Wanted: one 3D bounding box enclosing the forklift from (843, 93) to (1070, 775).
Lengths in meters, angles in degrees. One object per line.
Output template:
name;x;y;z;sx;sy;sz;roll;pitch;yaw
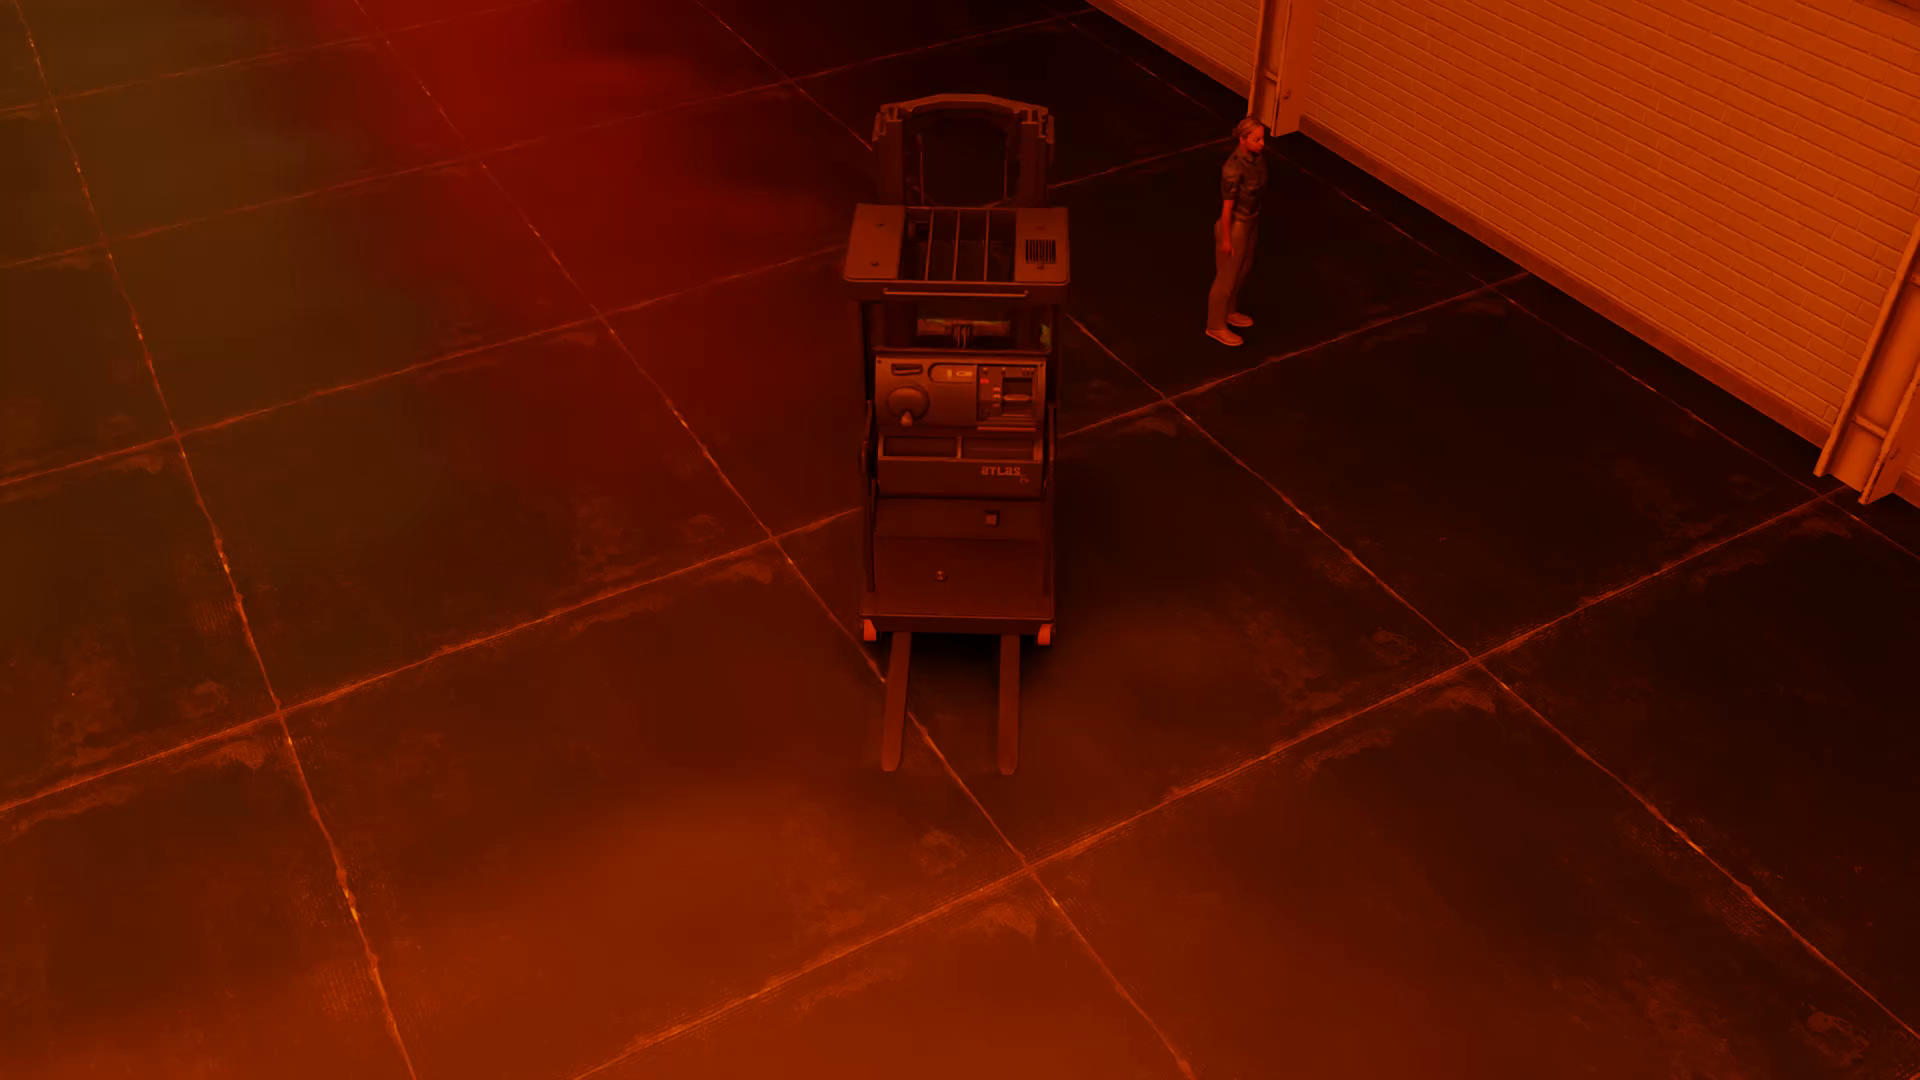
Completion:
forklift;-0.003;-0.728;8.913;1.130;2.935;3.031;1;40;2

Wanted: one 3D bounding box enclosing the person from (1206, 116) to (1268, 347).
person;1.973;-2.185;11.669;0.335;1.663;0.475;20;44;22
